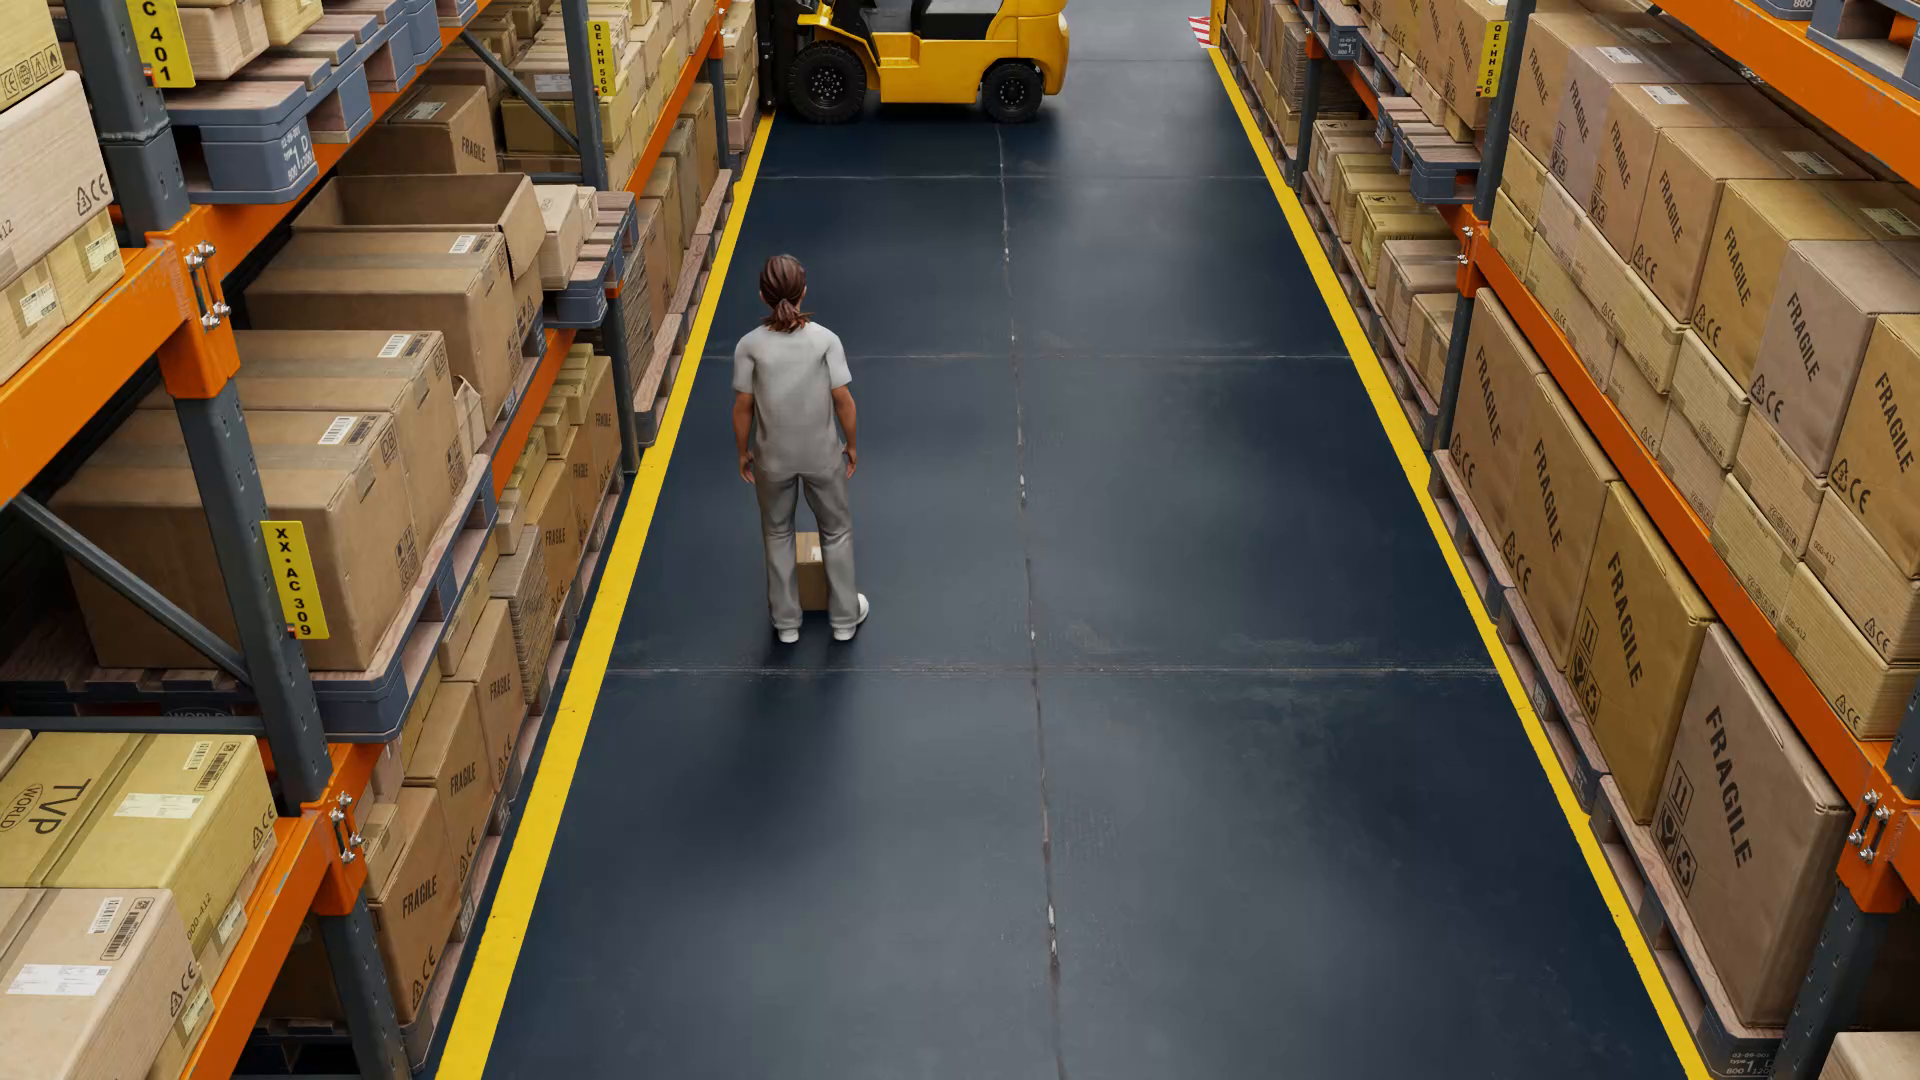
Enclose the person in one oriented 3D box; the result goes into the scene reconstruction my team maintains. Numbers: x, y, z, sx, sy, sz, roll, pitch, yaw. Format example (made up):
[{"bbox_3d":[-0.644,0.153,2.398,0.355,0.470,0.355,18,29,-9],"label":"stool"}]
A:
[{"bbox_3d":[-0.643,-0.337,6.685,0.510,1.671,0.362,-2,32,-4],"label":"person"}]
